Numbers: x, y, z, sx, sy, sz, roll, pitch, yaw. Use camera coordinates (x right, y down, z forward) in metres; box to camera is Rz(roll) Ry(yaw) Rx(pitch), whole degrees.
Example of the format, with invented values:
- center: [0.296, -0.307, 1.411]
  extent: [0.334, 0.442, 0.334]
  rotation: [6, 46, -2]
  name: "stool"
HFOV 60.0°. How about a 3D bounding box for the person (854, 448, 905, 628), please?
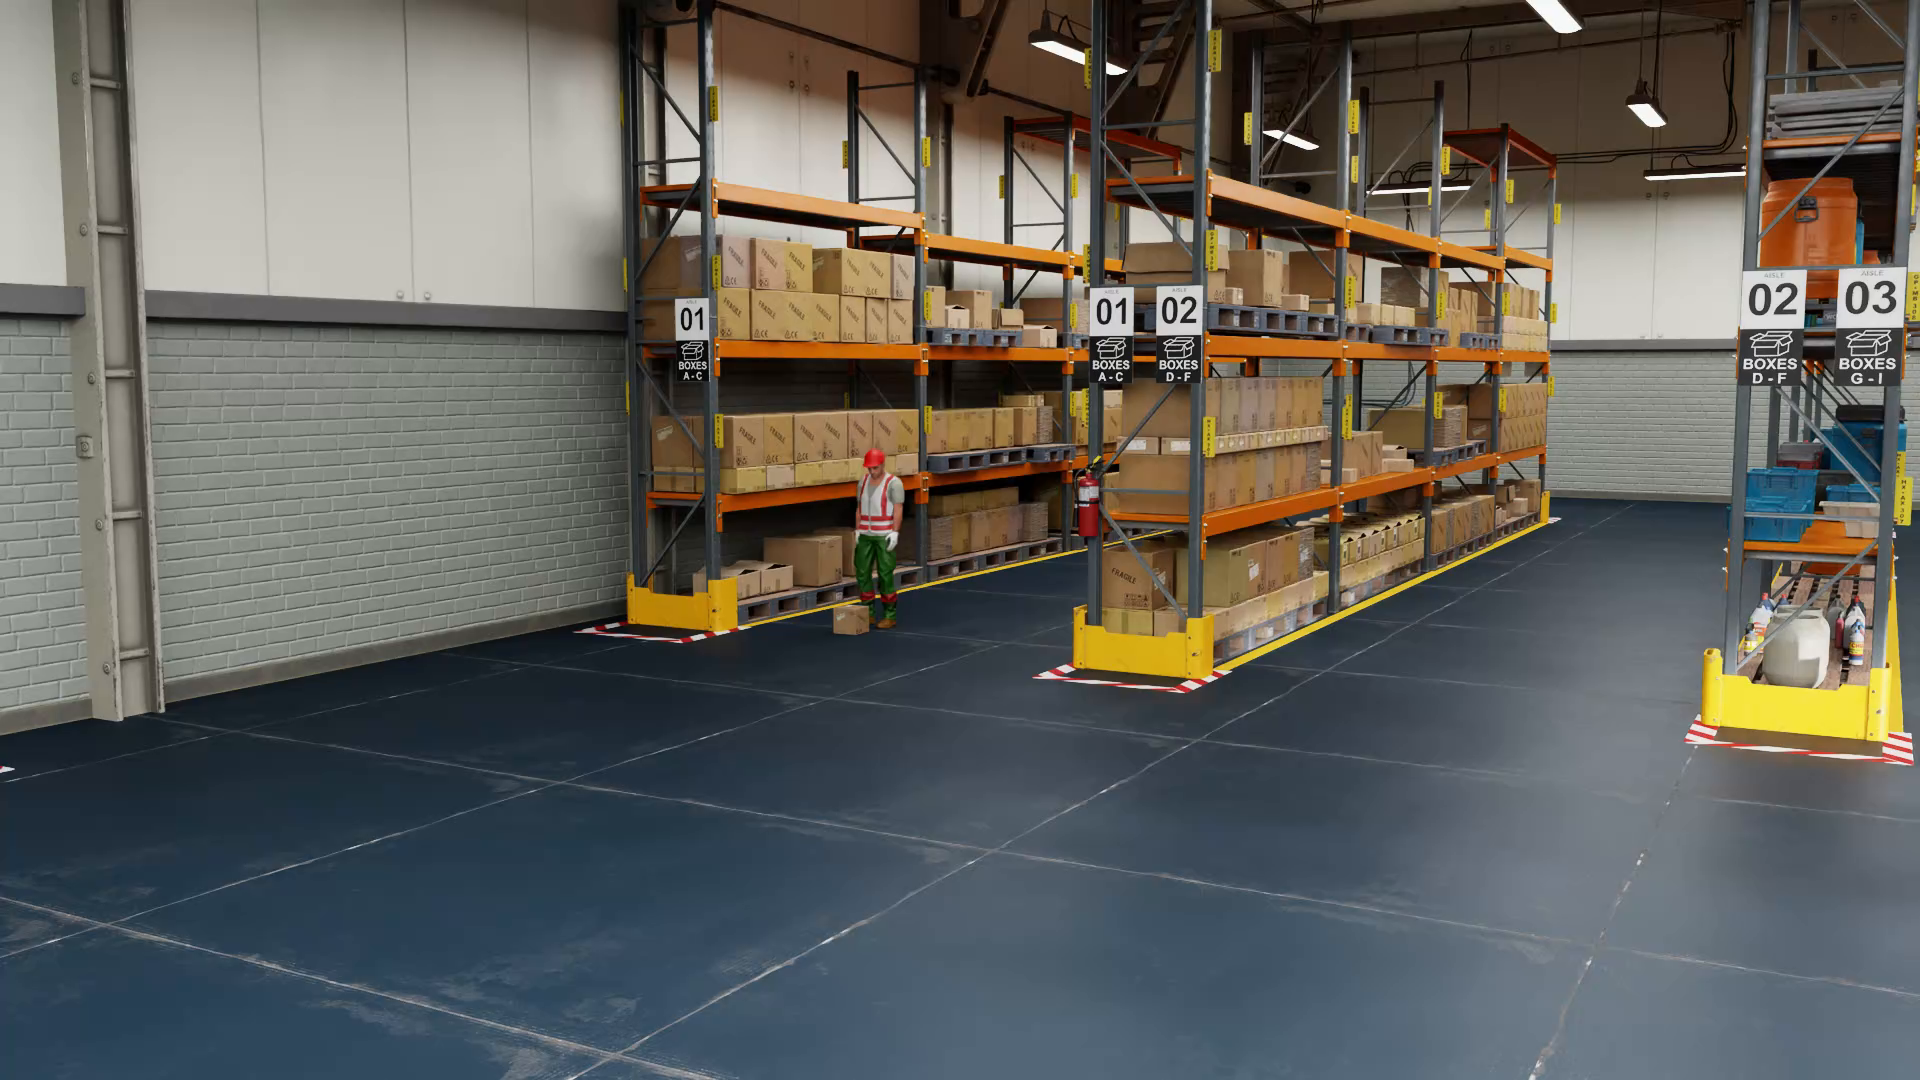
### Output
- center: [-0.808, -0.023, 16.320]
  extent: [0.534, 1.764, 0.400]
  rotation: [3, 7, 30]
  name: "person"
